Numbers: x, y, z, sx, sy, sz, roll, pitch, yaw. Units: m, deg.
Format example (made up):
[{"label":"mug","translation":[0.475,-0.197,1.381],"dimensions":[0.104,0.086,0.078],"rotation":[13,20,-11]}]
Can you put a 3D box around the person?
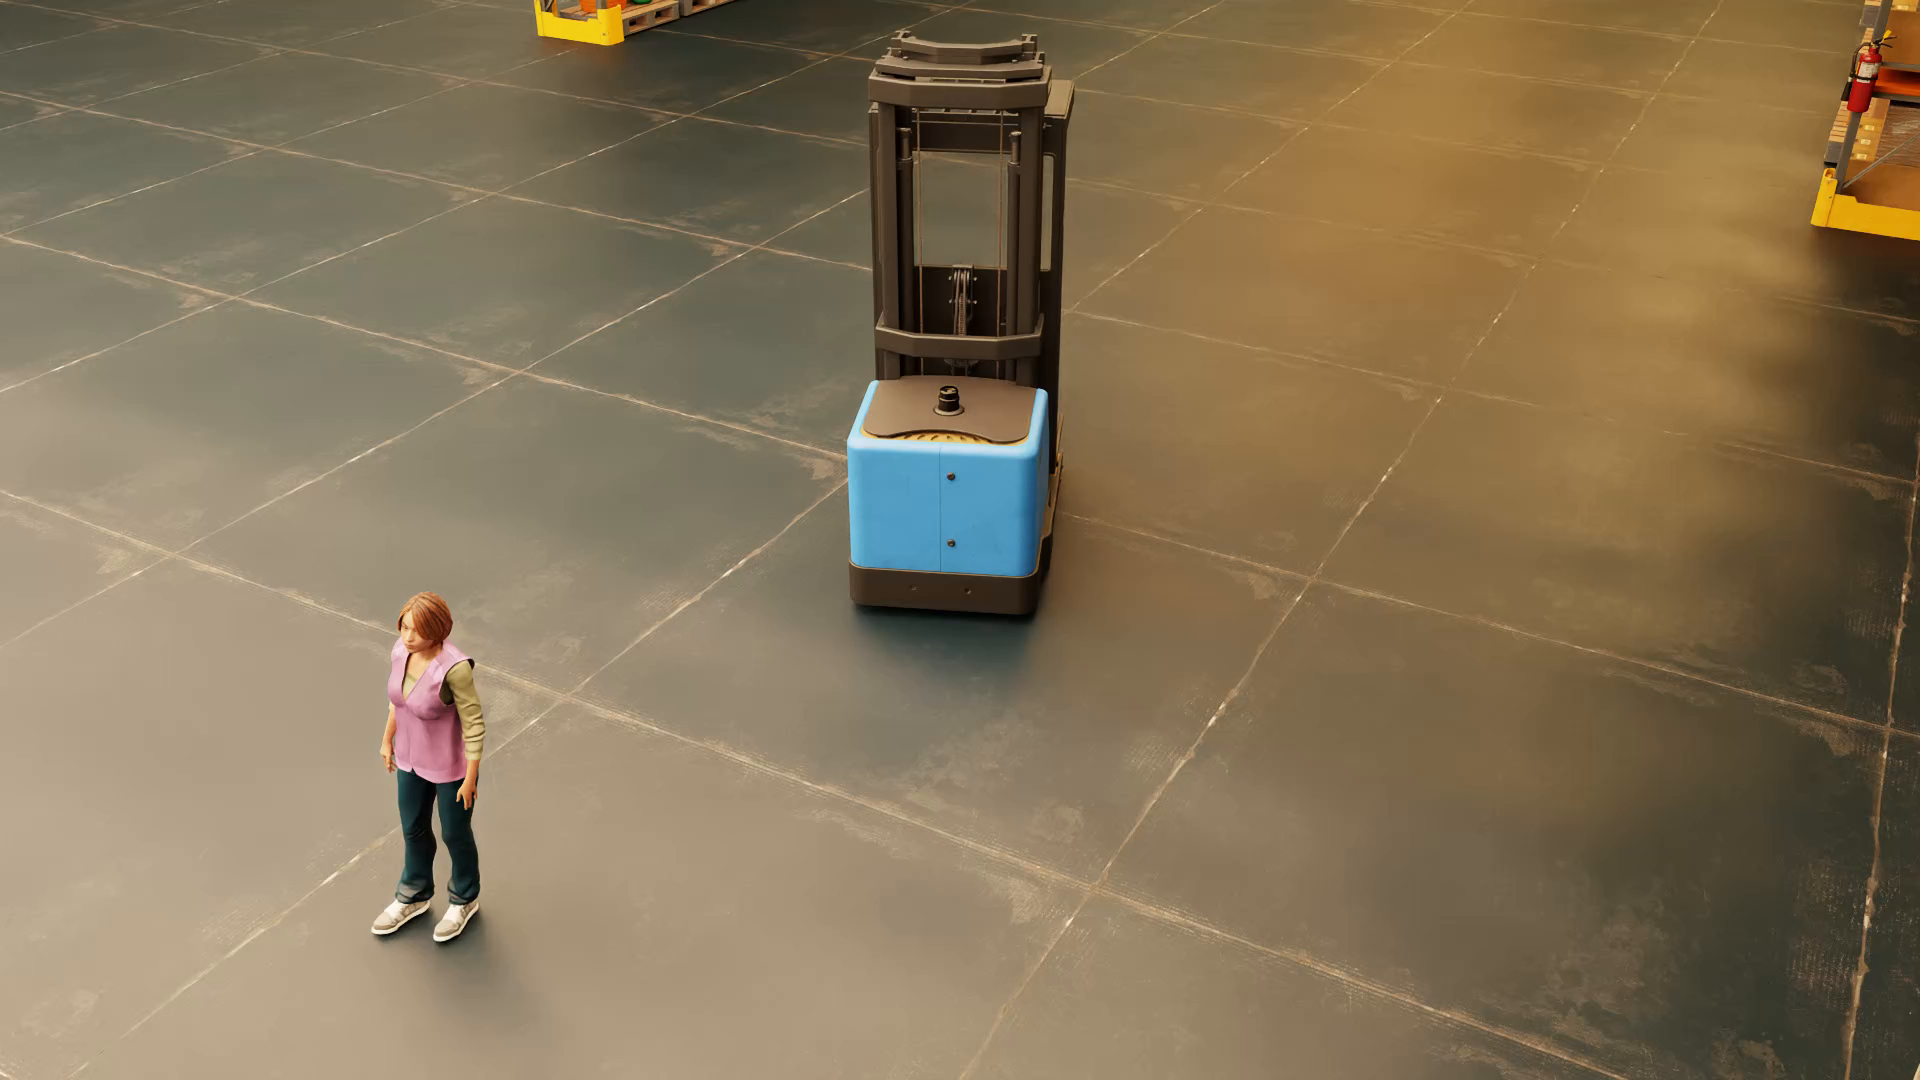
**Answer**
[{"label":"person","translation":[-2.181,0.947,6.750],"dimensions":[0.520,1.597,0.475],"rotation":[16,34,26]}]

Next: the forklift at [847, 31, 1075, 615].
[{"label":"forklift","translation":[0.072,-1.572,9.794],"dimensions":[1.130,2.935,3.031],"rotation":[3,30,6]}]
